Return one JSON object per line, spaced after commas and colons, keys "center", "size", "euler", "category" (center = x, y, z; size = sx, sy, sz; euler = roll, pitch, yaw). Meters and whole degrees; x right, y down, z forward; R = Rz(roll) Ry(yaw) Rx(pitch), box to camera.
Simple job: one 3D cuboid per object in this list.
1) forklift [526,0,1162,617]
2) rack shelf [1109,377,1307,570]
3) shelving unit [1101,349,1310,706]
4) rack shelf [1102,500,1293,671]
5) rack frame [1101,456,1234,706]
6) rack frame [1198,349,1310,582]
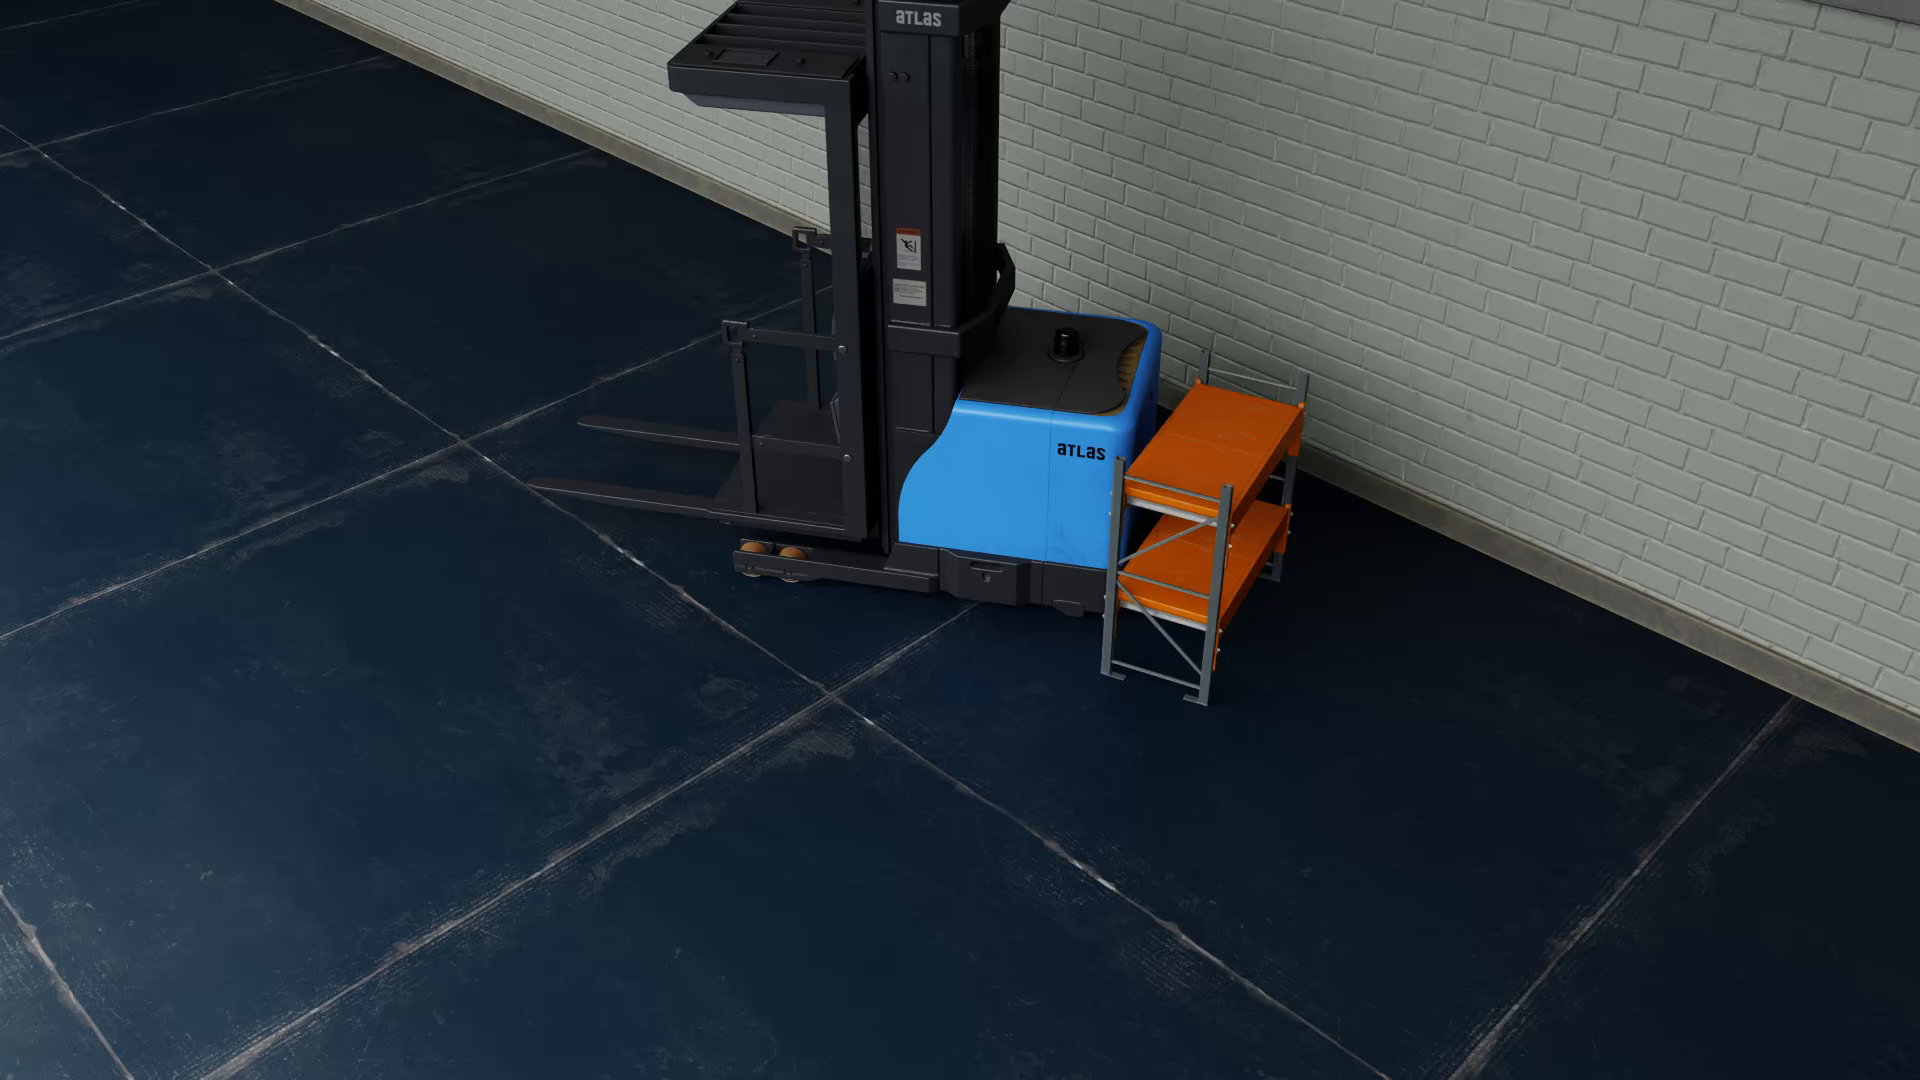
{"center": [-0.606, -1.284, 7.529], "size": [3.031, 2.935, 1.130], "euler": [8, 36, 11], "category": "forklift"}
{"center": [1.085, -0.311, 7.201], "size": [0.538, 0.278, 1.000], "euler": [16, 38, 22], "category": "rack shelf"}
{"center": [1.085, -0.071, 7.368], "size": [0.538, 1.125, 1.048], "euler": [16, 38, 22], "category": "shelving unit"}
{"center": [1.085, 0.130, 7.508], "size": [0.538, 0.278, 1.000], "euler": [16, 38, 22], "category": "rack shelf"}
{"center": [0.856, 0.189, 6.996], "size": [0.500, 1.125, 0.032], "euler": [16, 38, 22], "category": "rack frame"}
{"center": [1.313, -0.330, 7.740], "size": [0.500, 1.125, 0.032], "euler": [16, 38, 22], "category": "rack frame"}
